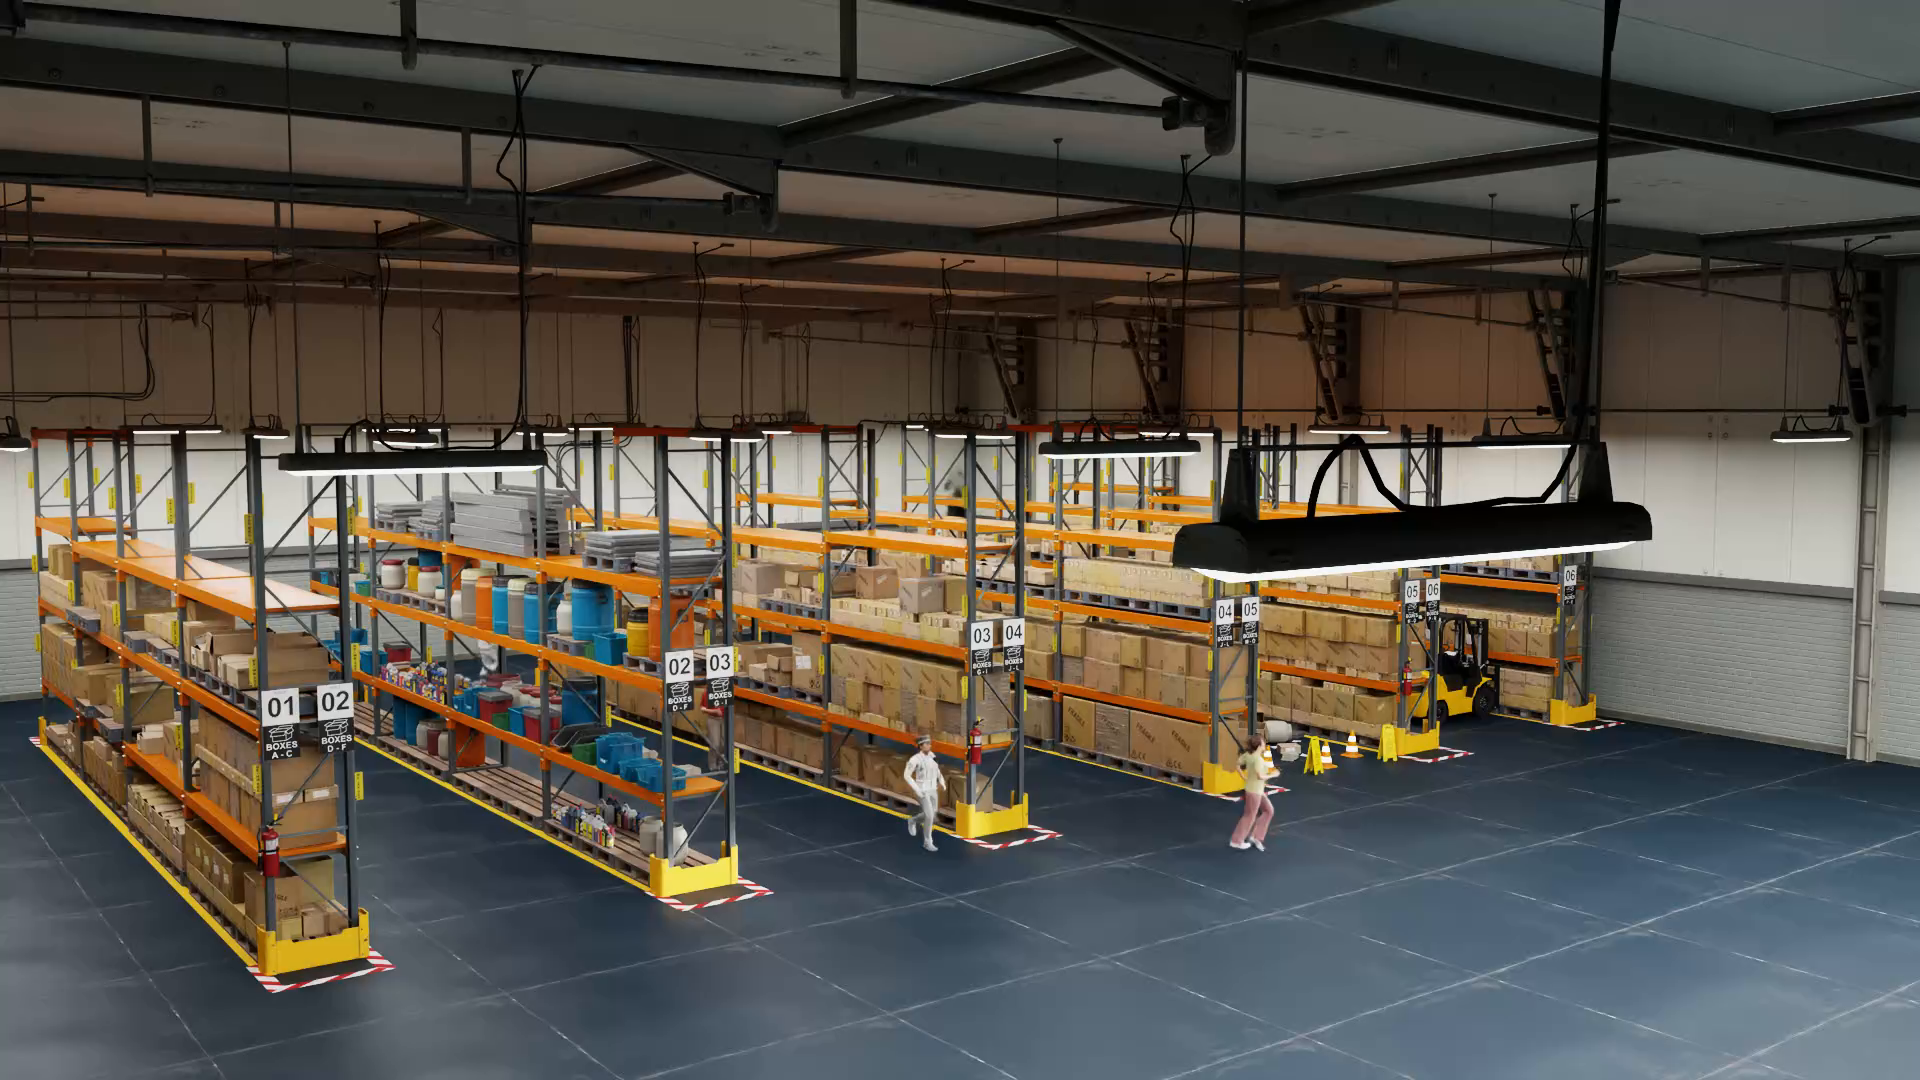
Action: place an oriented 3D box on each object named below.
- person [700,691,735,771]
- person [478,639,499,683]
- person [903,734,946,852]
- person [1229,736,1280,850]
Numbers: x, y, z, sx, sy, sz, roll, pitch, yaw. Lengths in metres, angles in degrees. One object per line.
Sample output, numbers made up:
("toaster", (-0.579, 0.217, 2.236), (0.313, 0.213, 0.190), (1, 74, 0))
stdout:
("person", (-4.186, 3.208, 29.017), (0.648, 1.708, 0.621), (-4, 6, -41))
("person", (-10.777, 2.465, 38.058), (0.645, 1.737, 0.576), (4, 6, 40))
("person", (-0.540, 3.626, 24.079), (0.654, 1.673, 0.714), (-4, 6, -44))
("person", (4.212, 3.646, 23.766), (0.694, 1.710, 0.546), (0, 4, -2))
